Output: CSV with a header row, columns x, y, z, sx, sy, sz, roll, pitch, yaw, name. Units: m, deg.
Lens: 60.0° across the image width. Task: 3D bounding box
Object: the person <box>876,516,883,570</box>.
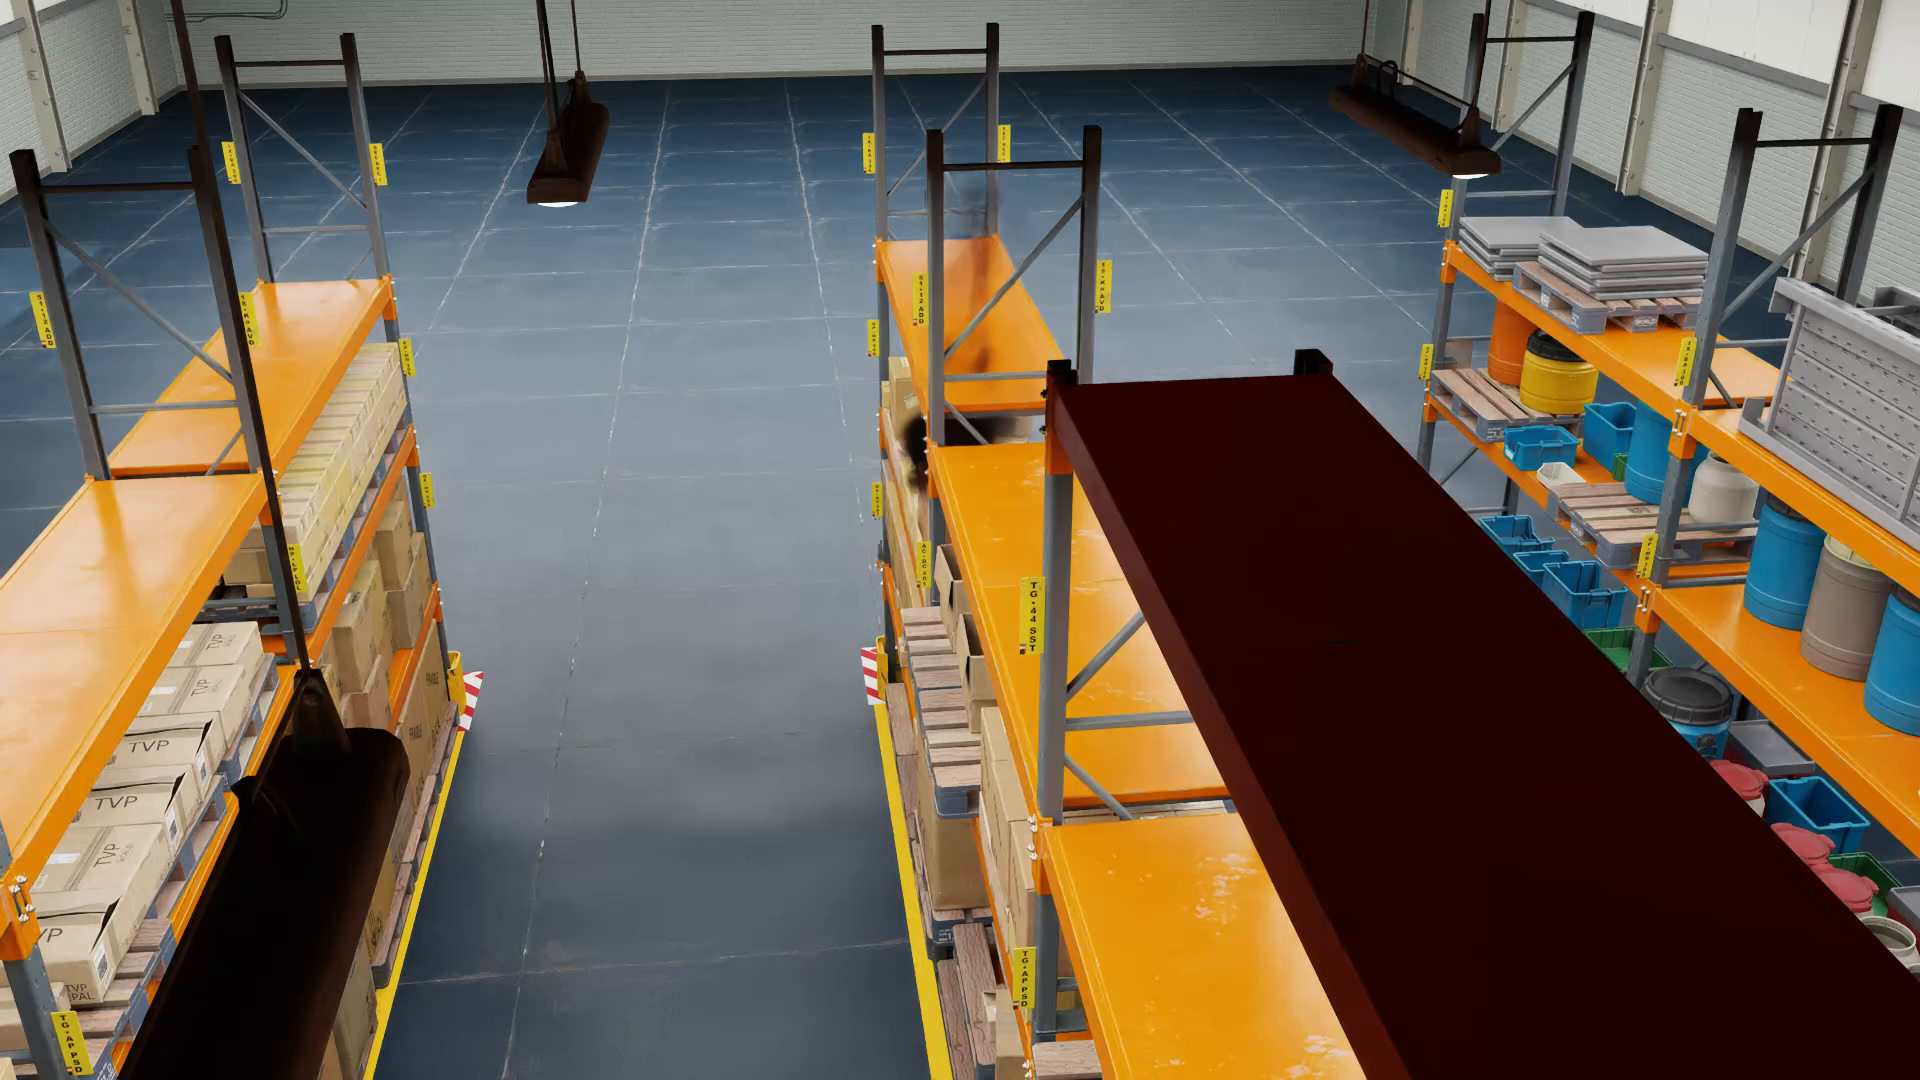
x,y,z,sx,sy,sz,roll,pitch,yaw,name
-0.606,-0.057,16.746,0.664,1.610,0.551,14,29,28,person
